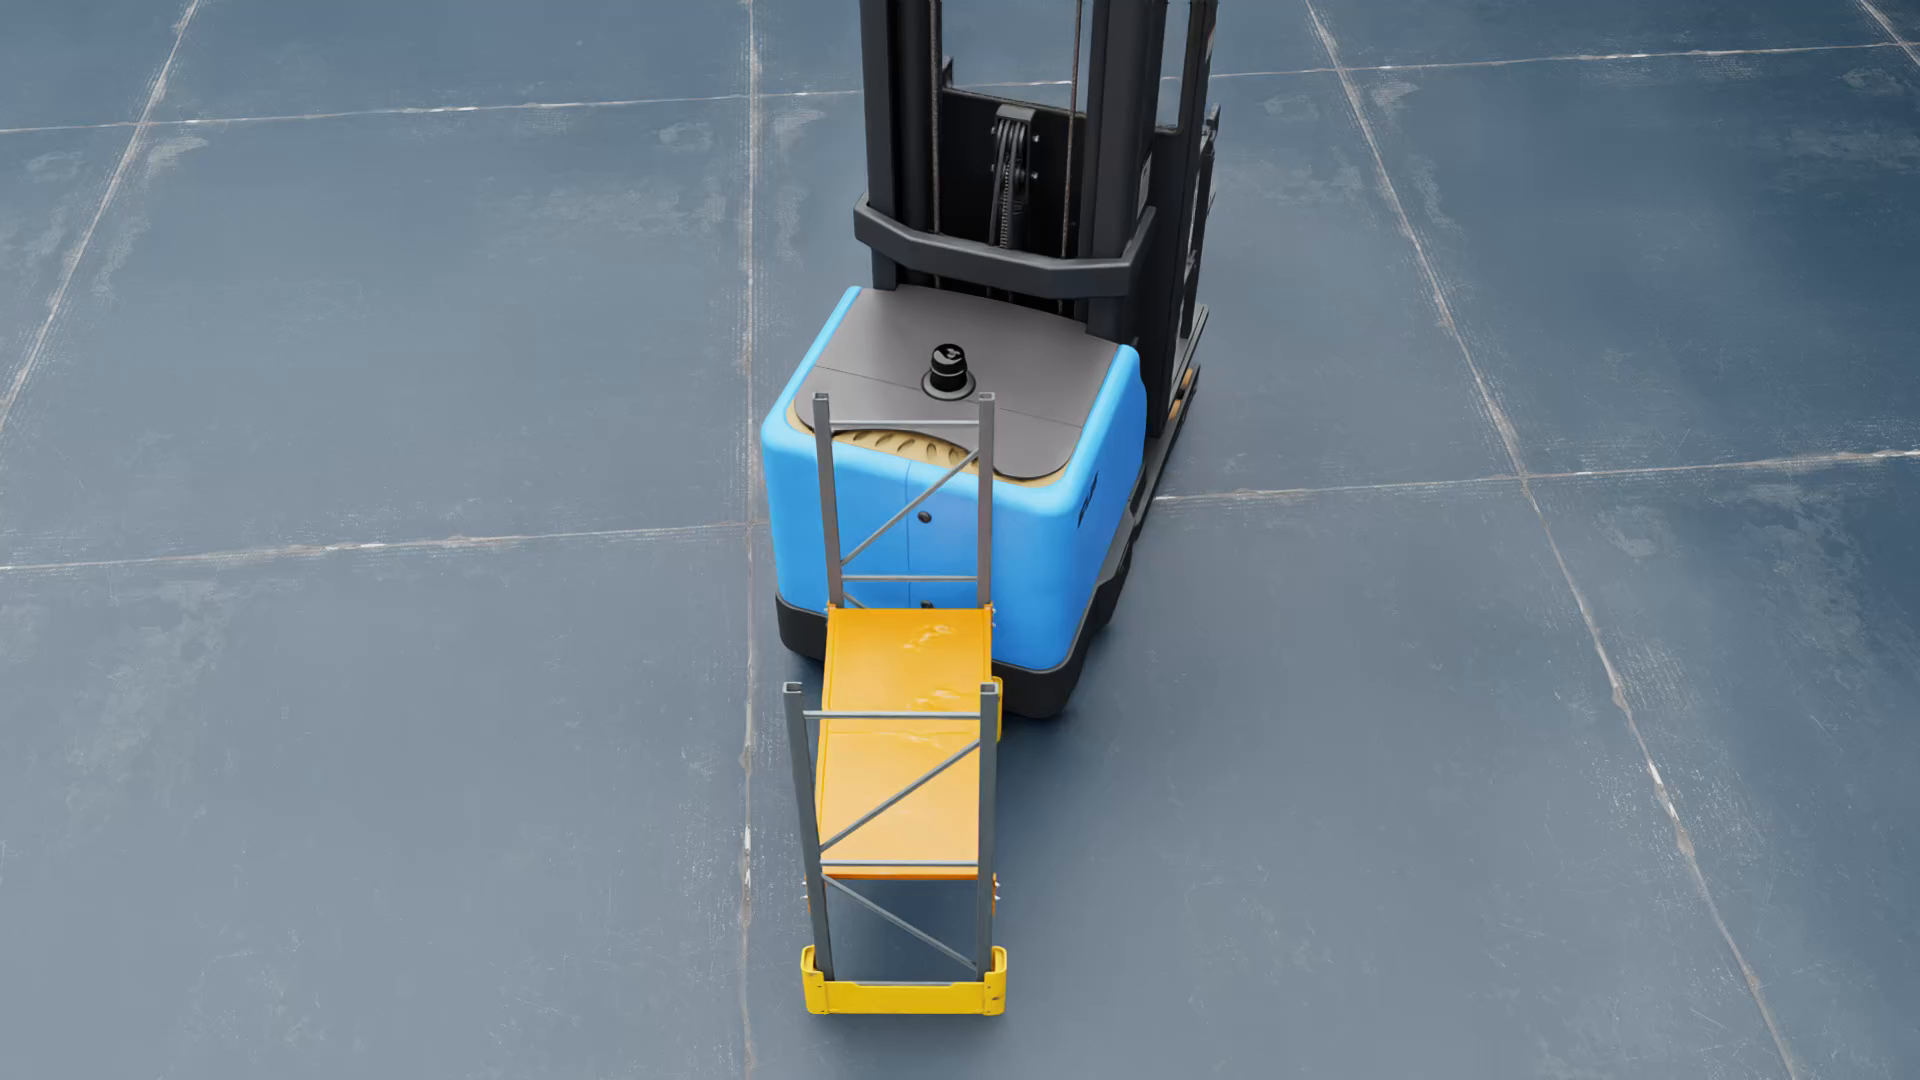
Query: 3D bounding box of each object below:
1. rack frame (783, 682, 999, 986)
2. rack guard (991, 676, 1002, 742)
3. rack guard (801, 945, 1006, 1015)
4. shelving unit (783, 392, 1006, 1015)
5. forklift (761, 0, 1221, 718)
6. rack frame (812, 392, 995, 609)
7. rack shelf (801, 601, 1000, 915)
[{"bbox_3d":[-0.161,0.859,4.404,0.500,1.500,0.032,0,47,0],"label":"rack frame"},{"bbox_3d":[-0.155,0.565,5.543,0.587,0.250,0.087,0,47,0],"label":"rack guard"},{"bbox_3d":[-0.161,1.288,4.858,0.587,0.250,0.087,0,47,0],"label":"rack guard"},{"bbox_3d":[-0.158,0.496,4.747,0.587,1.500,1.083,0,47,0],"label":"shelving unit"},{"bbox_3d":[0.331,-1.502,5.654,1.130,2.935,3.031,14,48,13],"label":"forklift"},{"bbox_3d":[-0.155,0.121,5.103,0.500,1.500,0.032,0,47,0],"label":"rack frame"},{"bbox_3d":[-0.158,0.613,4.884,0.538,0.185,1.000,0,47,0],"label":"rack shelf"}]
